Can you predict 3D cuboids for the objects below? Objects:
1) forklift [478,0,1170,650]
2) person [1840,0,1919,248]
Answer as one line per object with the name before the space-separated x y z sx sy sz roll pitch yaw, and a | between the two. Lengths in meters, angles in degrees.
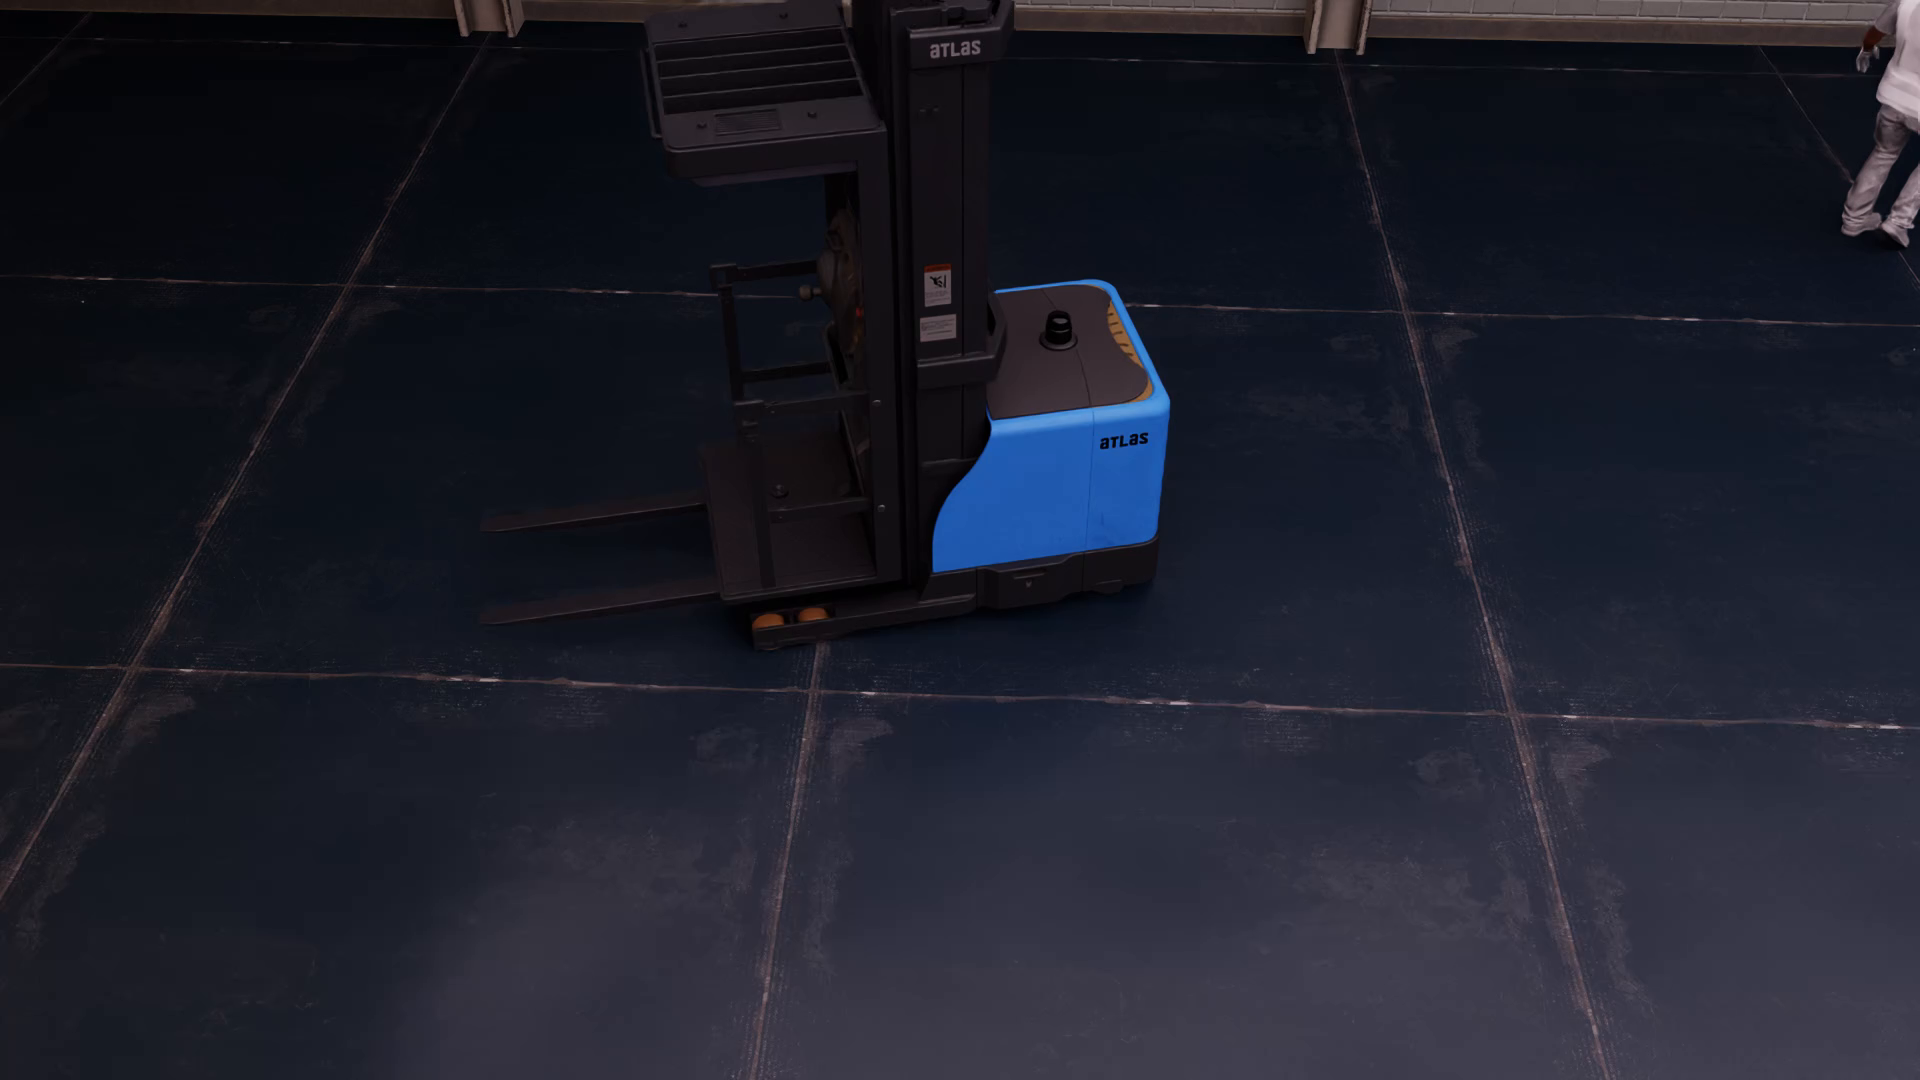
forklift | -0.667 -0.984 6.820 3.031 2.935 1.130 -8 43 -9
person | 5.382 -2.501 9.372 0.488 1.776 0.848 -21 47 -22
